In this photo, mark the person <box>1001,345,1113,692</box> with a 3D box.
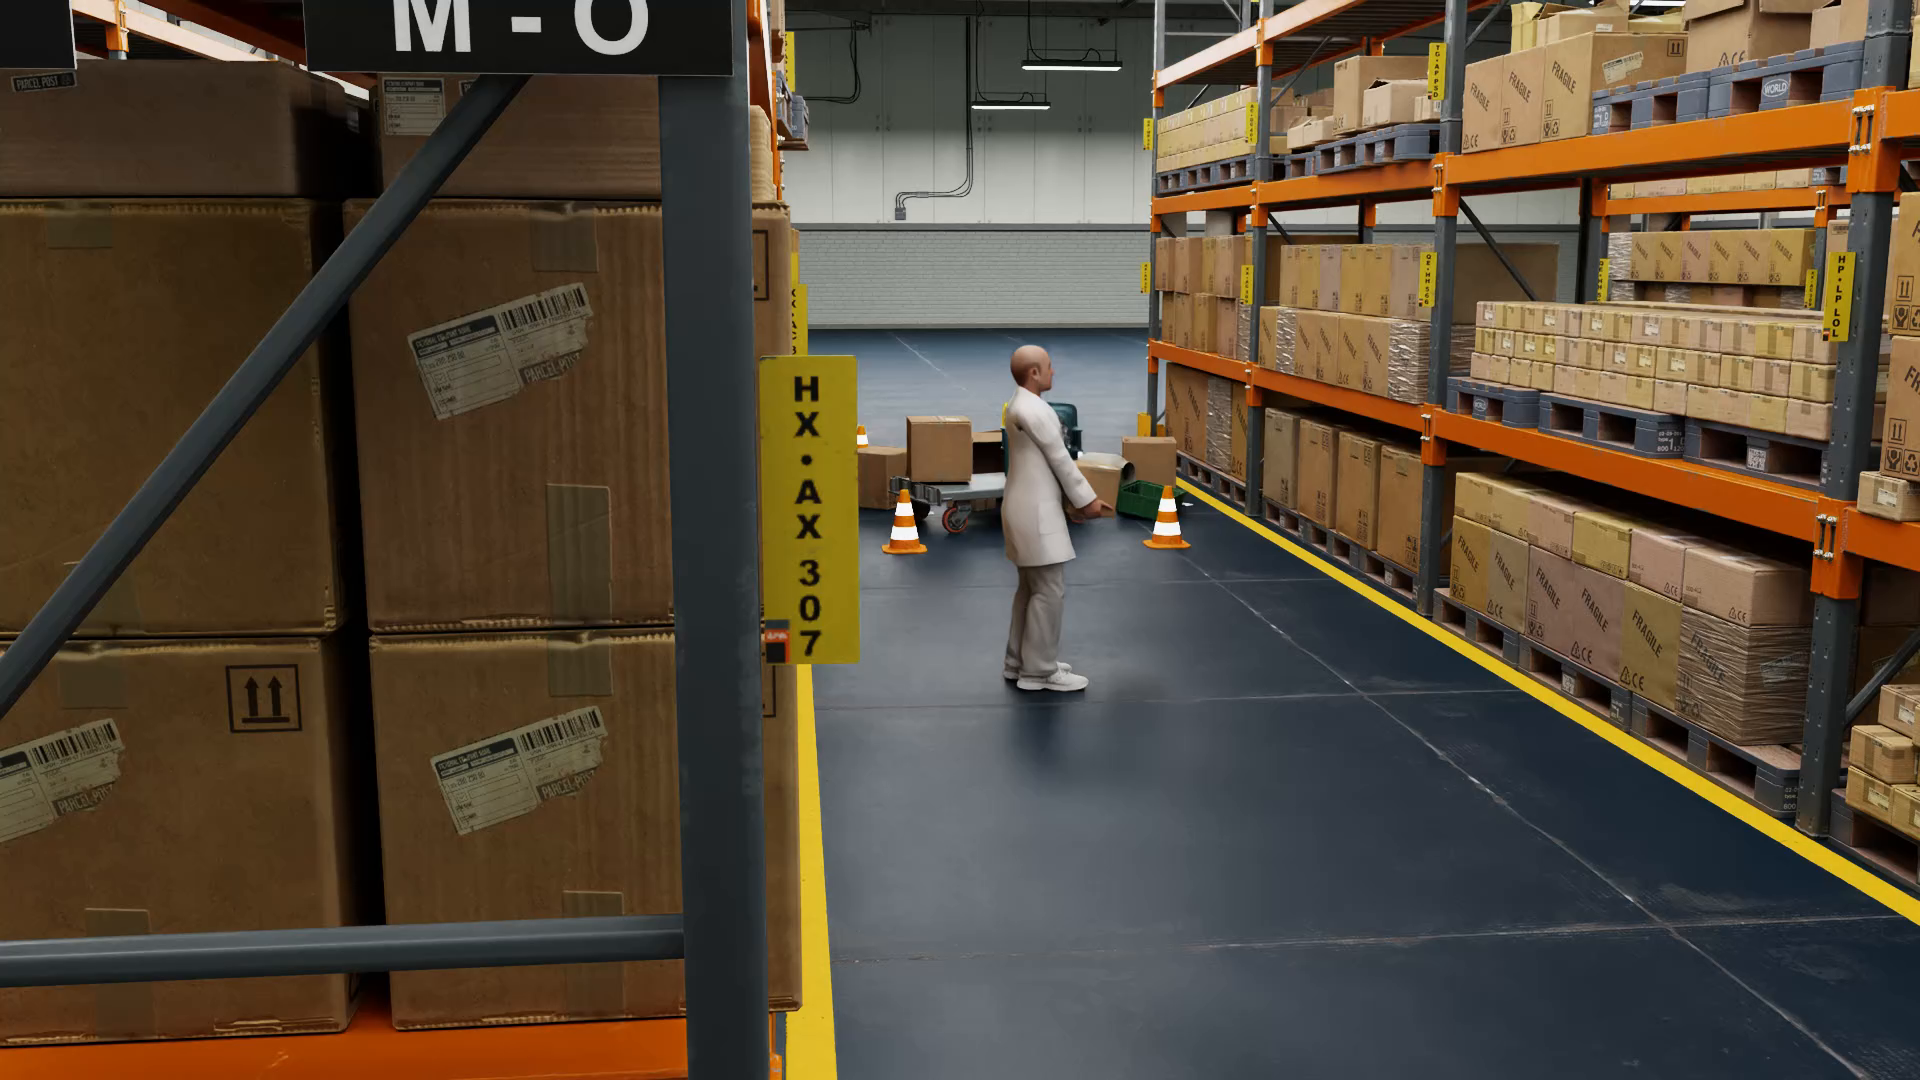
[{"bbox_3d":[0.493,-0.118,8.636,0.556,1.780,0.522,-1,10,-7],"label":"person"}]
